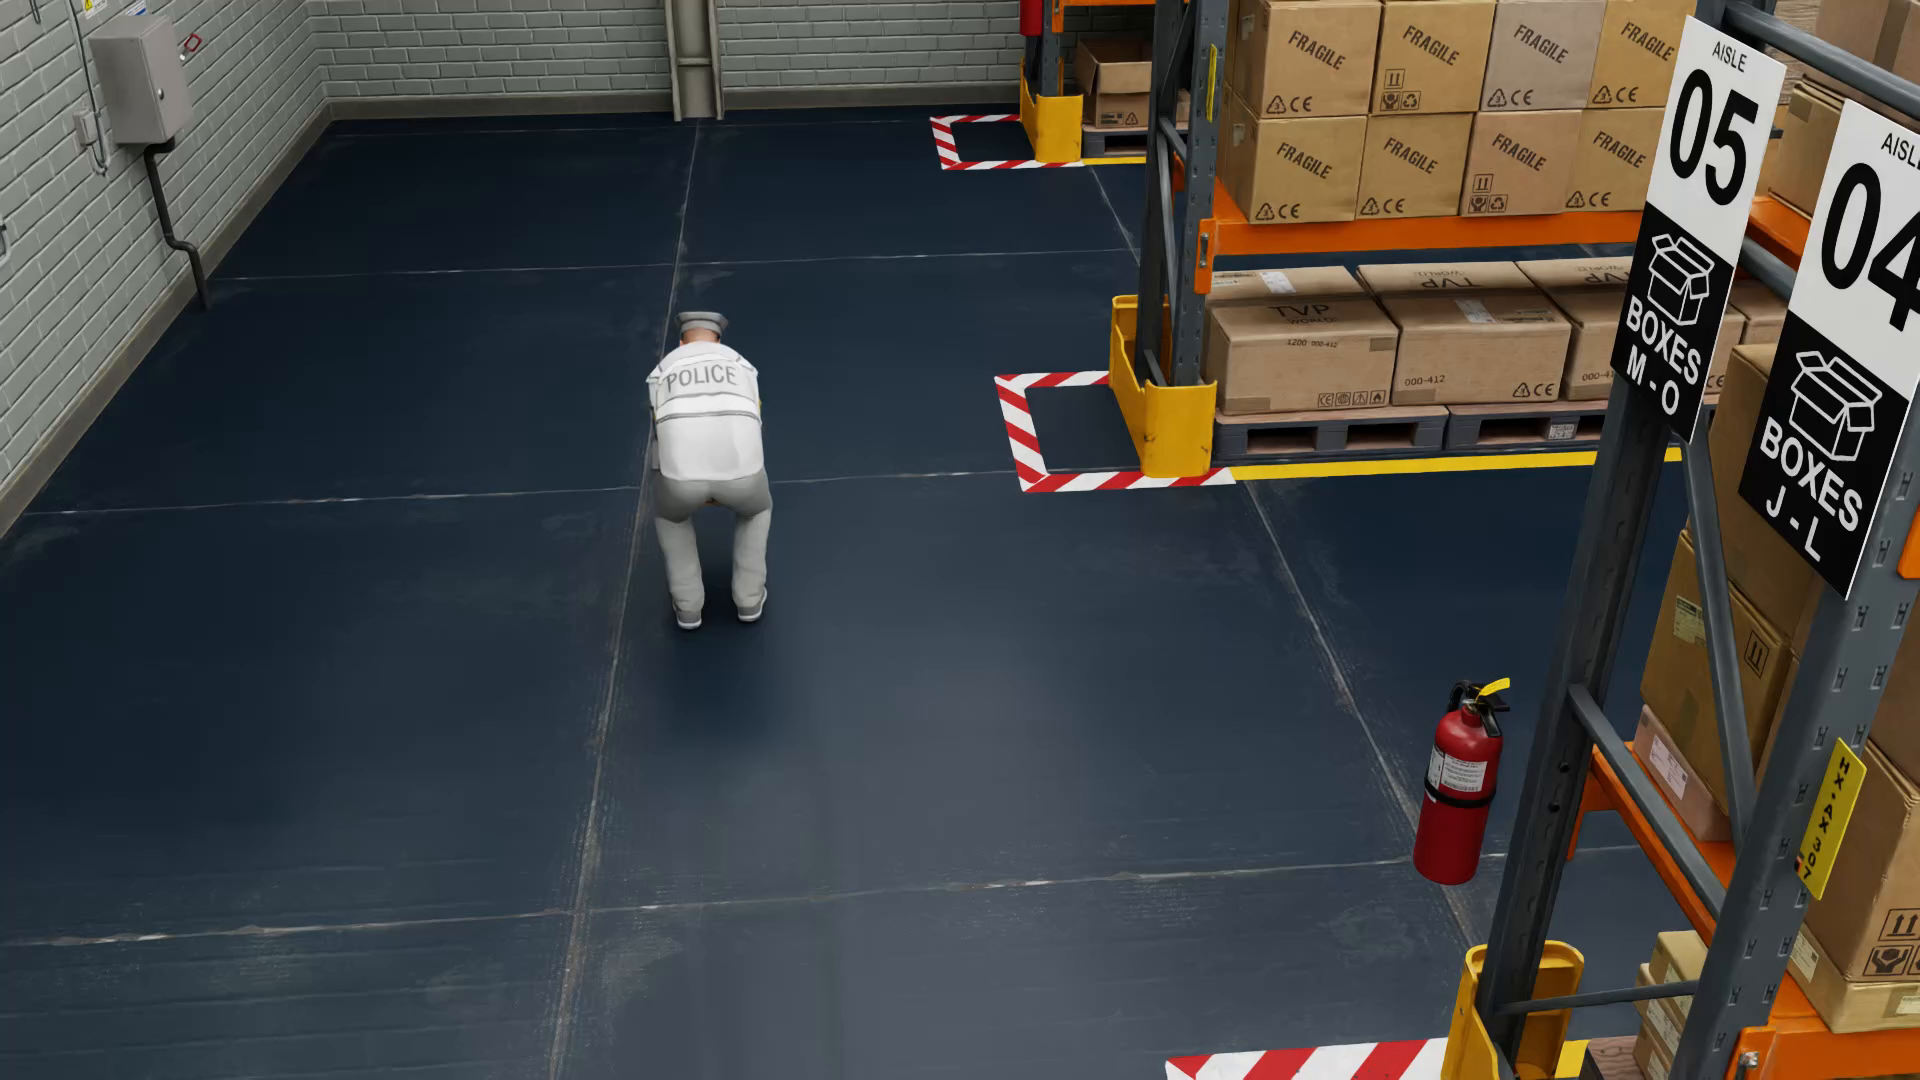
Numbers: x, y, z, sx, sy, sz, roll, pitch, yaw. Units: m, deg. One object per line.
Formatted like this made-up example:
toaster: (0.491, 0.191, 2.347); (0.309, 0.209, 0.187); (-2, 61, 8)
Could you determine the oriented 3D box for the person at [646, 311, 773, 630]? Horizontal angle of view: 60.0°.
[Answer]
person: (-1.069, -0.300, 7.175); (0.500, 1.193, 1.026); (-4, 31, -7)
